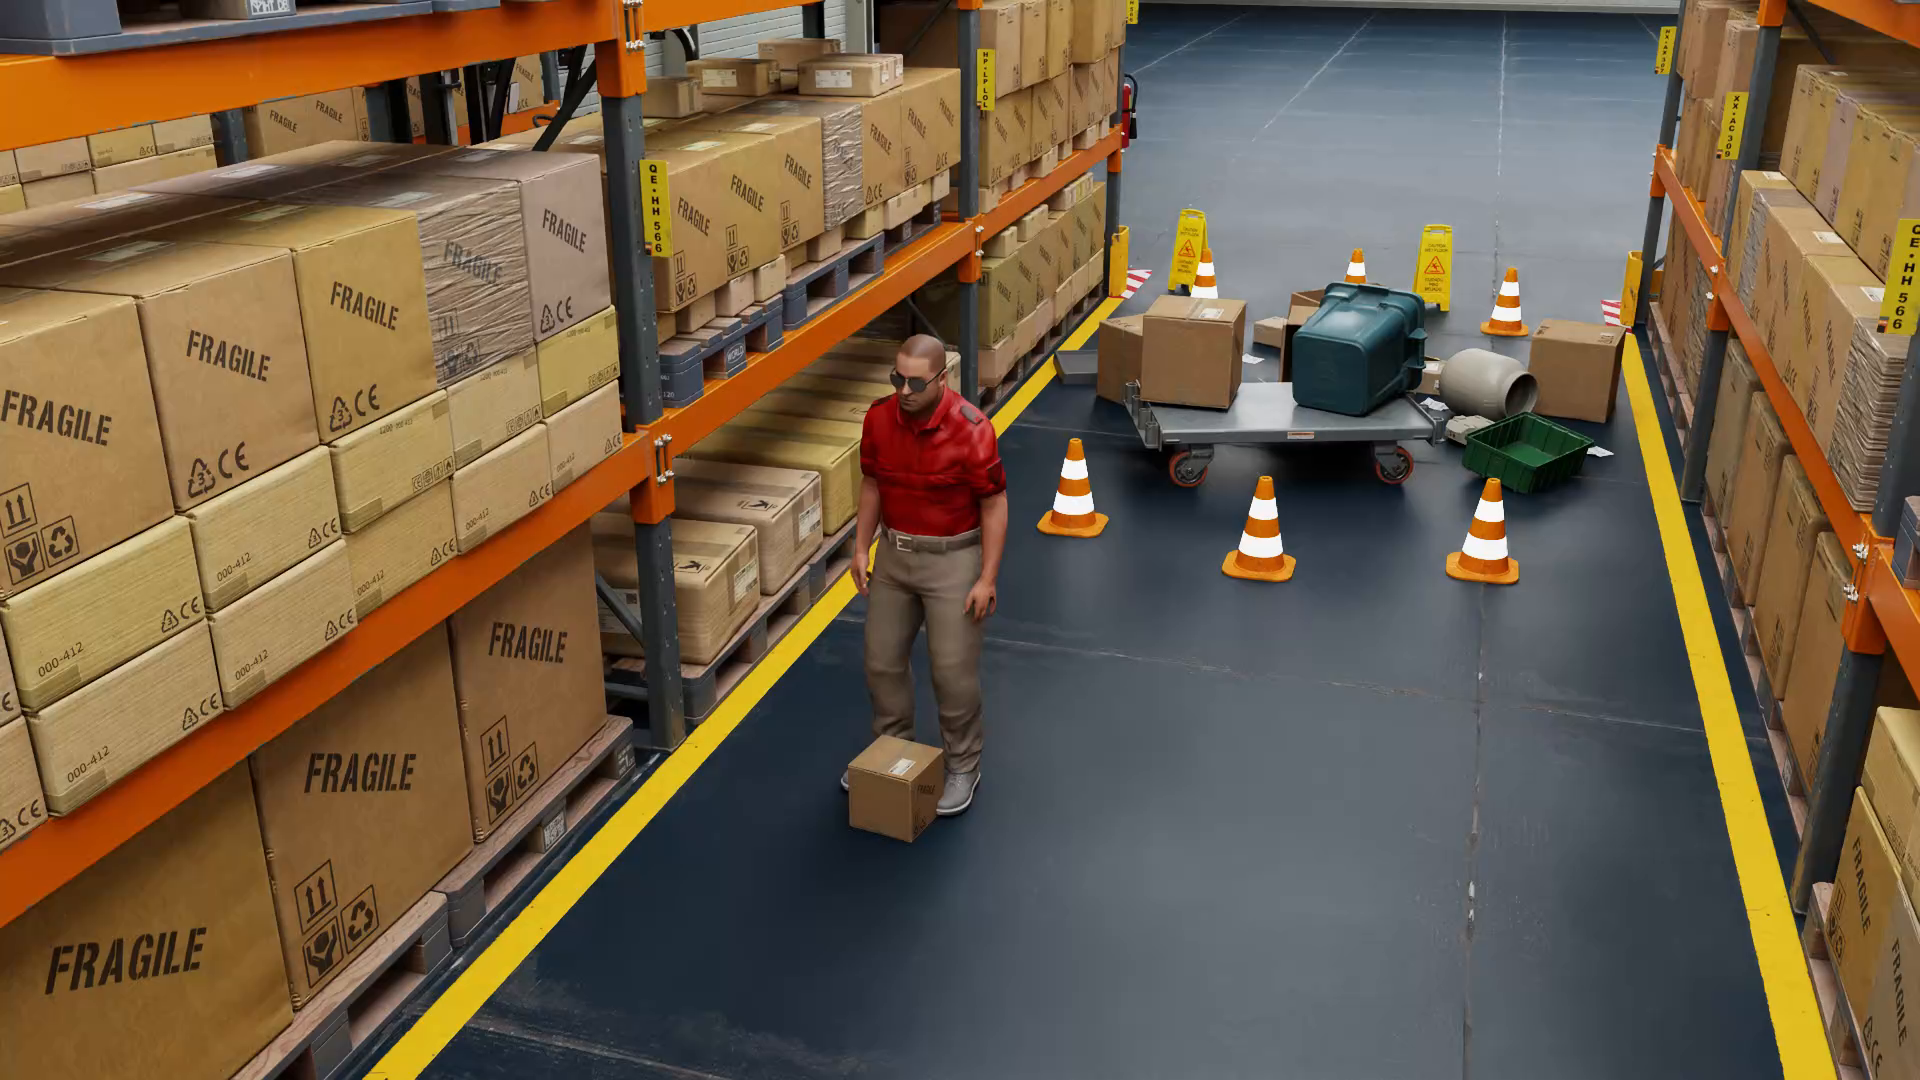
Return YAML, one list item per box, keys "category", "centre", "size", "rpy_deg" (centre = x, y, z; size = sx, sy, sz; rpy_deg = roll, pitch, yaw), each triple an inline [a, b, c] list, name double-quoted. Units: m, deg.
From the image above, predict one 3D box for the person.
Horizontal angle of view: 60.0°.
- category: "person"
  centre: [-0.120, 0.105, 5.843]
  size: [0.585, 1.726, 0.390]
  rpy_deg: [11, 24, 25]
